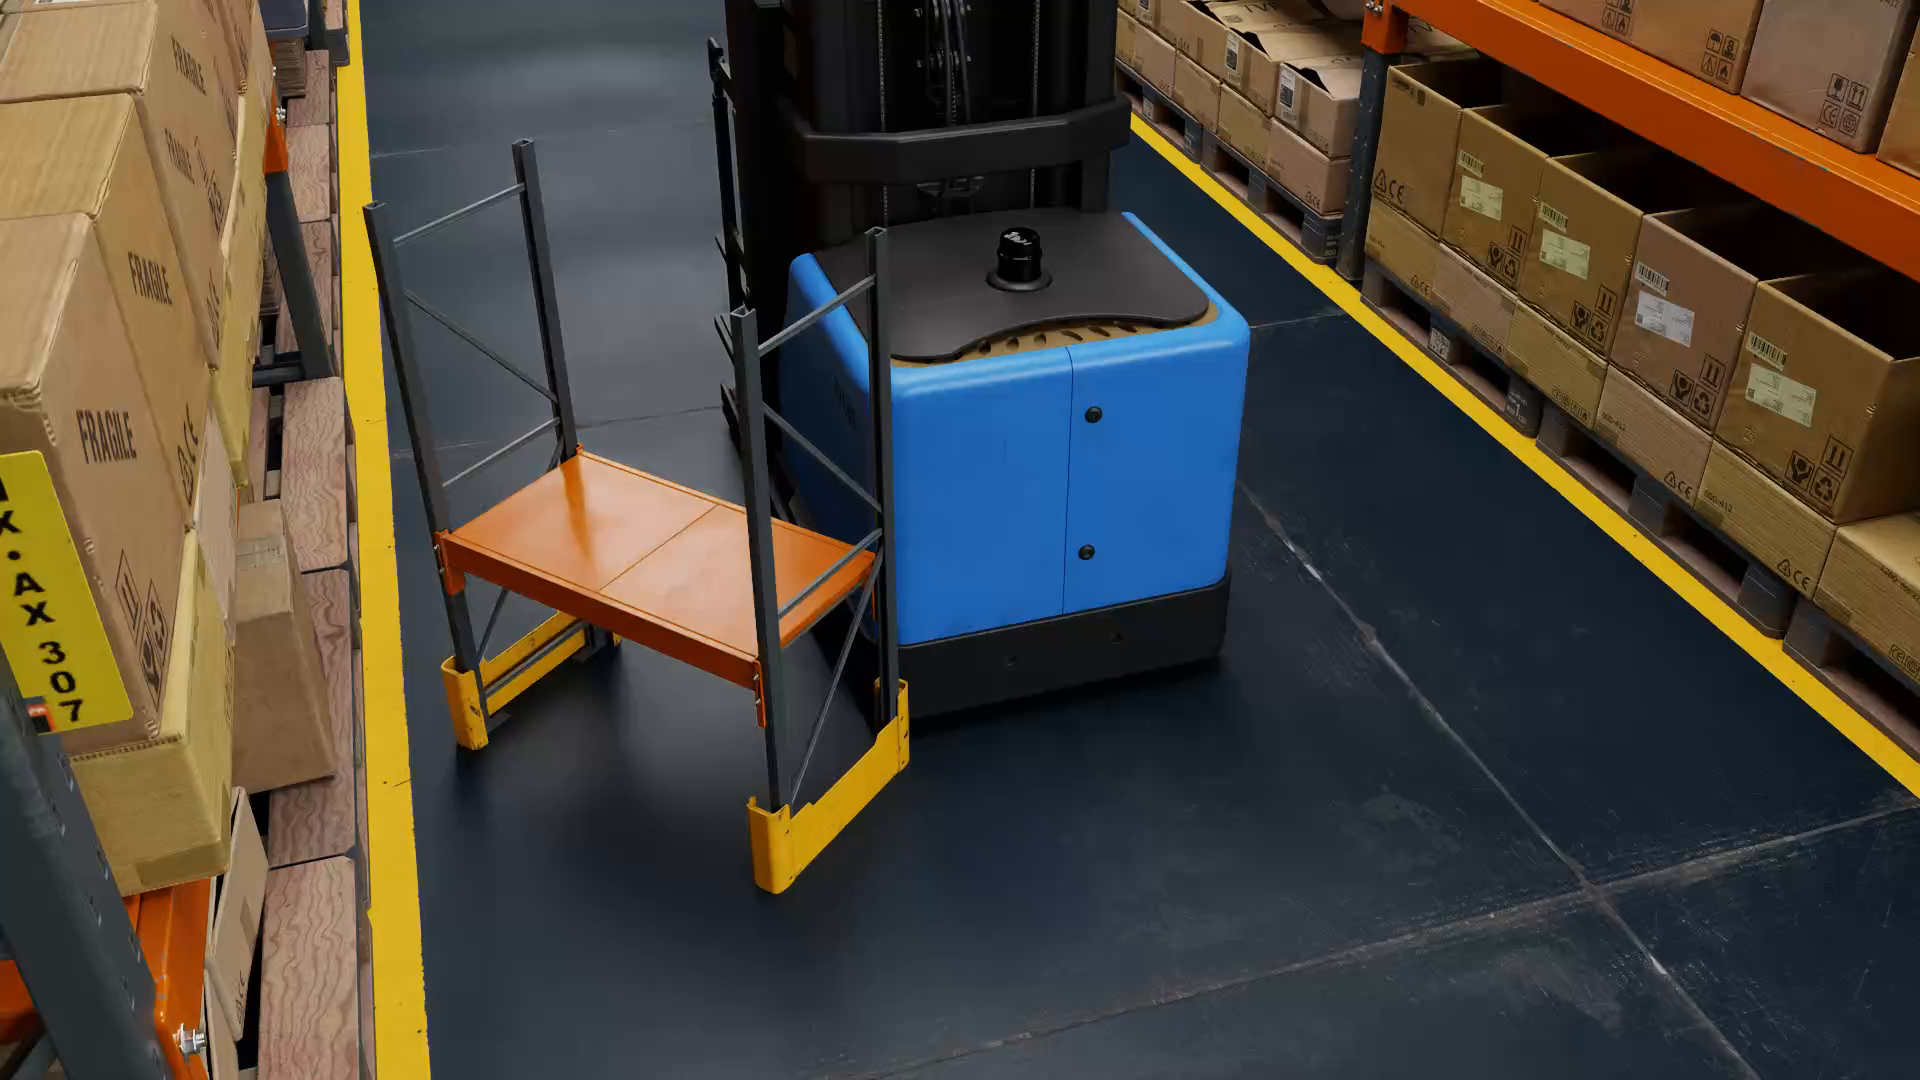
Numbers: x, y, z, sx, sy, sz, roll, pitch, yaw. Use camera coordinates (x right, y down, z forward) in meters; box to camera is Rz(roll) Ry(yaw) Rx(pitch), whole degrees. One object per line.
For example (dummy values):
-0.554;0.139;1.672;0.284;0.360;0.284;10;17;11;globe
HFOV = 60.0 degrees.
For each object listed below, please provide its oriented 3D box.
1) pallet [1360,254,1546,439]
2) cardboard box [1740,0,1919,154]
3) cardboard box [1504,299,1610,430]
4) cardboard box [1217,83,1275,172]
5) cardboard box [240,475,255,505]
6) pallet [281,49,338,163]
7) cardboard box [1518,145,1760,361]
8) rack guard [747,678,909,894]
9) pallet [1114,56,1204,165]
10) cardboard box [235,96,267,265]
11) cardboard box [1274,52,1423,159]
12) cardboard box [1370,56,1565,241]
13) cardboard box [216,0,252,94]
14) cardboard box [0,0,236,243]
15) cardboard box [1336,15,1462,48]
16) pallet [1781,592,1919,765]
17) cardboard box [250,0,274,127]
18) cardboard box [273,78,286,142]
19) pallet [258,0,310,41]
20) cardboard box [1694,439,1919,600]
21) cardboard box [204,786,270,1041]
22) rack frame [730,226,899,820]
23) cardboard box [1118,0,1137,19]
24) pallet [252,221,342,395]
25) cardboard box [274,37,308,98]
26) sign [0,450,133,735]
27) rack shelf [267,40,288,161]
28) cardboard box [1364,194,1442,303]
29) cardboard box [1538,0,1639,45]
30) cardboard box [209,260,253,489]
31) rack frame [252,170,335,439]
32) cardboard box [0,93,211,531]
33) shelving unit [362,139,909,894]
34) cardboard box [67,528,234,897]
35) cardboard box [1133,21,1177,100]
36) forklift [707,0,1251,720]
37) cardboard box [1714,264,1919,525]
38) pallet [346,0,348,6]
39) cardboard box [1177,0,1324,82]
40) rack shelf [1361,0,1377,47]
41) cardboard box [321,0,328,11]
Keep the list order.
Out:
2.262;-0.835;6.322;1.003;0.211;1.213;-10;35;-15;pallet
2.675;-1.424;4.594;0.700;0.500;0.500;-9;35;-13;cardboard box
2.208;-0.630;5.596;0.500;0.250;0.500;-10;35;-15;cardboard box
1.505;-1.886;7.497;0.500;0.250;0.500;-11;35;-15;cardboard box
-2.302;-0.191;4.686;0.500;0.500;0.500;-13;35;-18;cardboard box
-3.640;-2.114;8.258;1.003;0.211;1.213;-10;35;-15;pallet
2.208;-0.943;5.389;0.500;0.500;0.500;-10;35;-15;cardboard box
-0.314;0.595;4.122;0.087;0.250;0.587;19;38;26;rack guard
1.422;-2.282;8.512;1.003;0.211;1.213;-10;35;-15;pallet
-1.911;-0.812;3.876;0.500;0.250;0.500;-10;35;-15;cardboard box
1.663;-1.850;6.933;0.500;0.311;0.500;-10;35;-15;cardboard box
1.903;-1.468;6.184;0.500;0.500;0.500;-10;35;-15;cardboard box
-2.060;-1.390;4.070;0.500;0.500;0.500;-10;35;-15;cardboard box
-1.758;-0.850;3.254;0.500;0.500;0.500;-9;34;-13;cardboard box
2.023;-2.208;7.475;0.500;0.311;0.500;-10;35;-15;cardboard box
3.007;0.446;4.384;1.003;0.211;1.213;-10;35;-15;pallet
-2.224;-1.336;4.669;0.500;0.250;0.500;-10;35;-15;cardboard box
-3.383;-1.914;7.293;0.700;0.500;0.500;-10;35;-15;cardboard box
-2.751;-1.934;5.630;1.003;0.211;1.213;-10;35;-15;pallet
2.517;-0.106;4.802;0.500;0.250;0.500;-10;35;-15;cardboard box
-1.736;0.772;3.400;0.500;0.311;0.500;-7;34;-11;cardboard box
-0.298;0.079;3.769;0.032;1.500;0.500;19;38;26;rack frame
1.041;-2.918;8.550;0.500;0.311;0.500;-11;35;-16;cardboard box
-2.896;-0.833;6.320;1.003;0.211;1.213;-10;35;-15;pallet
-3.608;-2.460;8.120;0.700;0.500;0.500;-10;35;-14;cardboard box
-0.920;0.059;1.654;0.100;0.325;0.005;-10;35;-15;sign
-3.267;-2.338;6.720;1.077;0.370;4.000;-10;35;-15;rack shelf
1.912;-1.157;6.393;0.500;0.250;0.500;-10;35;-15;cardboard box
2.368;-1.957;5.400;0.700;0.500;0.500;-10;35;-15;cardboard box
-1.605;-0.282;3.074;0.500;0.250;0.500;-11;35;-15;cardboard box
-2.657;-1.588;4.933;1.000;3.000;0.127;-10;35;-15;rack frame
-1.437;-0.309;2.435;0.500;0.500;0.500;-10;35;-15;cardboard box
-0.738;-0.070;3.996;1.083;1.500;0.587;19;38;26;shelving unit
-1.283;0.257;2.259;0.500;0.250;0.500;-11;35;-16;cardboard box
1.194;-2.422;8.308;0.500;0.250;0.500;-9;35;-14;cardboard box
-0.195;-1.553;4.942;1.130;2.935;3.031;-10;35;-15;forklift
2.514;-0.418;4.595;0.500;0.500;0.500;-10;35;-15;cardboard box
-4.414;-3.591;10.493;1.003;0.211;1.213;-10;35;-15;pallet
1.348;-2.384;7.742;0.500;0.311;0.500;-10;35;-15;cardboard box
1.450;-3.173;7.984;1.077;0.370;4.000;-10;35;-15;rack shelf
-3.976;-3.375;9.205;0.750;0.750;0.750;-10;35;-15;cardboard box
